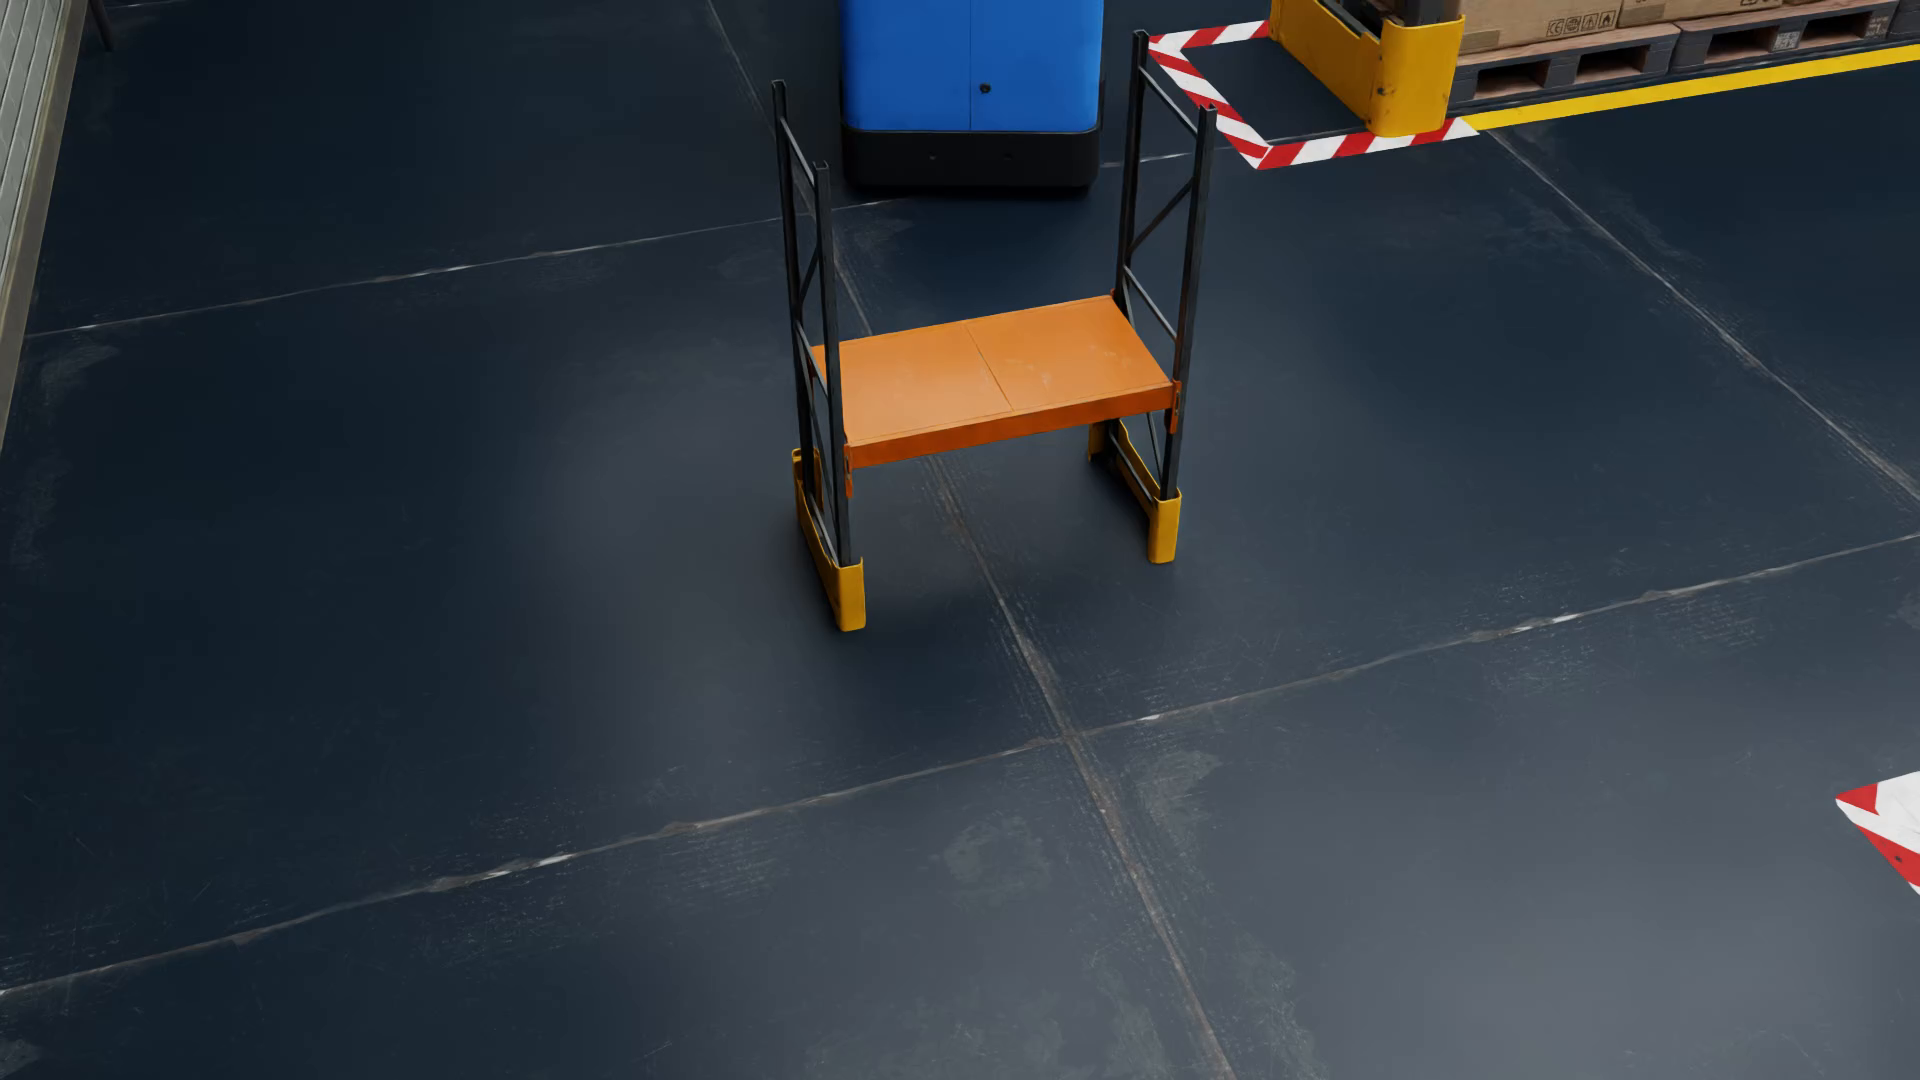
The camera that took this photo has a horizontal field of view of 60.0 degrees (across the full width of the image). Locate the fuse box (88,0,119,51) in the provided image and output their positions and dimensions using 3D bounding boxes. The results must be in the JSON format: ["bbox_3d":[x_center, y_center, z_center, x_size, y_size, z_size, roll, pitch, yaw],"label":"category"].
[{"bbox_3d":[-4.027,-3.011,7.396,0.414,1.711,0.539,-12,42,-13],"label":"fuse box"}]

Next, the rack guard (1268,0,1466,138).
[{"bbox_3d":[1.814,-2.332,7.540,0.348,0.500,1.175,-12,42,-13],"label":"rack guard"}]

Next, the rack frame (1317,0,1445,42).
[{"bbox_3d":[1.837,-3.278,6.723,0.127,3.000,1.000,-12,42,-13],"label":"rack frame"}]

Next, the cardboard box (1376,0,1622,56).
[{"bbox_3d":[2.436,-2.665,7.649,0.875,0.438,0.875,-13,43,-15],"label":"cardboard box"}]

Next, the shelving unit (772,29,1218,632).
[{"bbox_3d":[0.073,-0.580,4.774,1.083,1.500,0.587,-12,42,-13],"label":"shelving unit"}]

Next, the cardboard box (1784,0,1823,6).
[{"bbox_3d":[4.167,-3.028,8.064,0.875,0.438,0.875,-13,43,-14],"label":"cardboard box"}]

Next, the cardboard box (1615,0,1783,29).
[{"bbox_3d":[3.306,-2.851,7.862,0.875,0.438,0.875,-11,42,-12],"label":"cardboard box"}]

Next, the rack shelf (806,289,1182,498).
[{"bbox_3d":[0.081,-0.446,4.894,1.000,0.185,0.538,-12,42,-13],"label":"rack shelf"}]

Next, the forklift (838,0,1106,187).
[{"bbox_3d":[0.071,-3.492,7.019,1.130,2.935,3.031,1,41,1],"label":"forklift"}]

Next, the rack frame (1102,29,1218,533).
[{"bbox_3d":[0.566,-0.682,4.891,0.032,1.500,0.500,-12,42,-13],"label":"rack frame"}]

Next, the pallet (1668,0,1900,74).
[{"bbox_3d":[3.737,-2.674,8.150,1.213,0.211,1.003,-12,42,-13],"label":"pallet"}]

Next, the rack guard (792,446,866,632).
[{"bbox_3d":[-0.402,-0.011,5.072,0.087,0.250,0.587,-12,42,-13],"label":"rack guard"}]

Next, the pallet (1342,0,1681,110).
[{"bbox_3d":[2.576,-2.435,7.877,1.213,0.211,1.003,-12,42,-13],"label":"pallet"}]

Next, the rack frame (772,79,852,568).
[{"bbox_3d":[-0.404,-0.481,4.661,0.032,1.500,0.500,-12,42,-13],"label":"rack frame"}]

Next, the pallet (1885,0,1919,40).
[{"bbox_3d":[4.903,-2.918,8.429,1.213,0.211,1.003,-12,42,-13],"label":"pallet"}]

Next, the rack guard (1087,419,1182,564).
[{"bbox_3d":[0.548,-0.208,5.298,0.087,0.250,0.587,-12,42,-13],"label":"rack guard"}]
